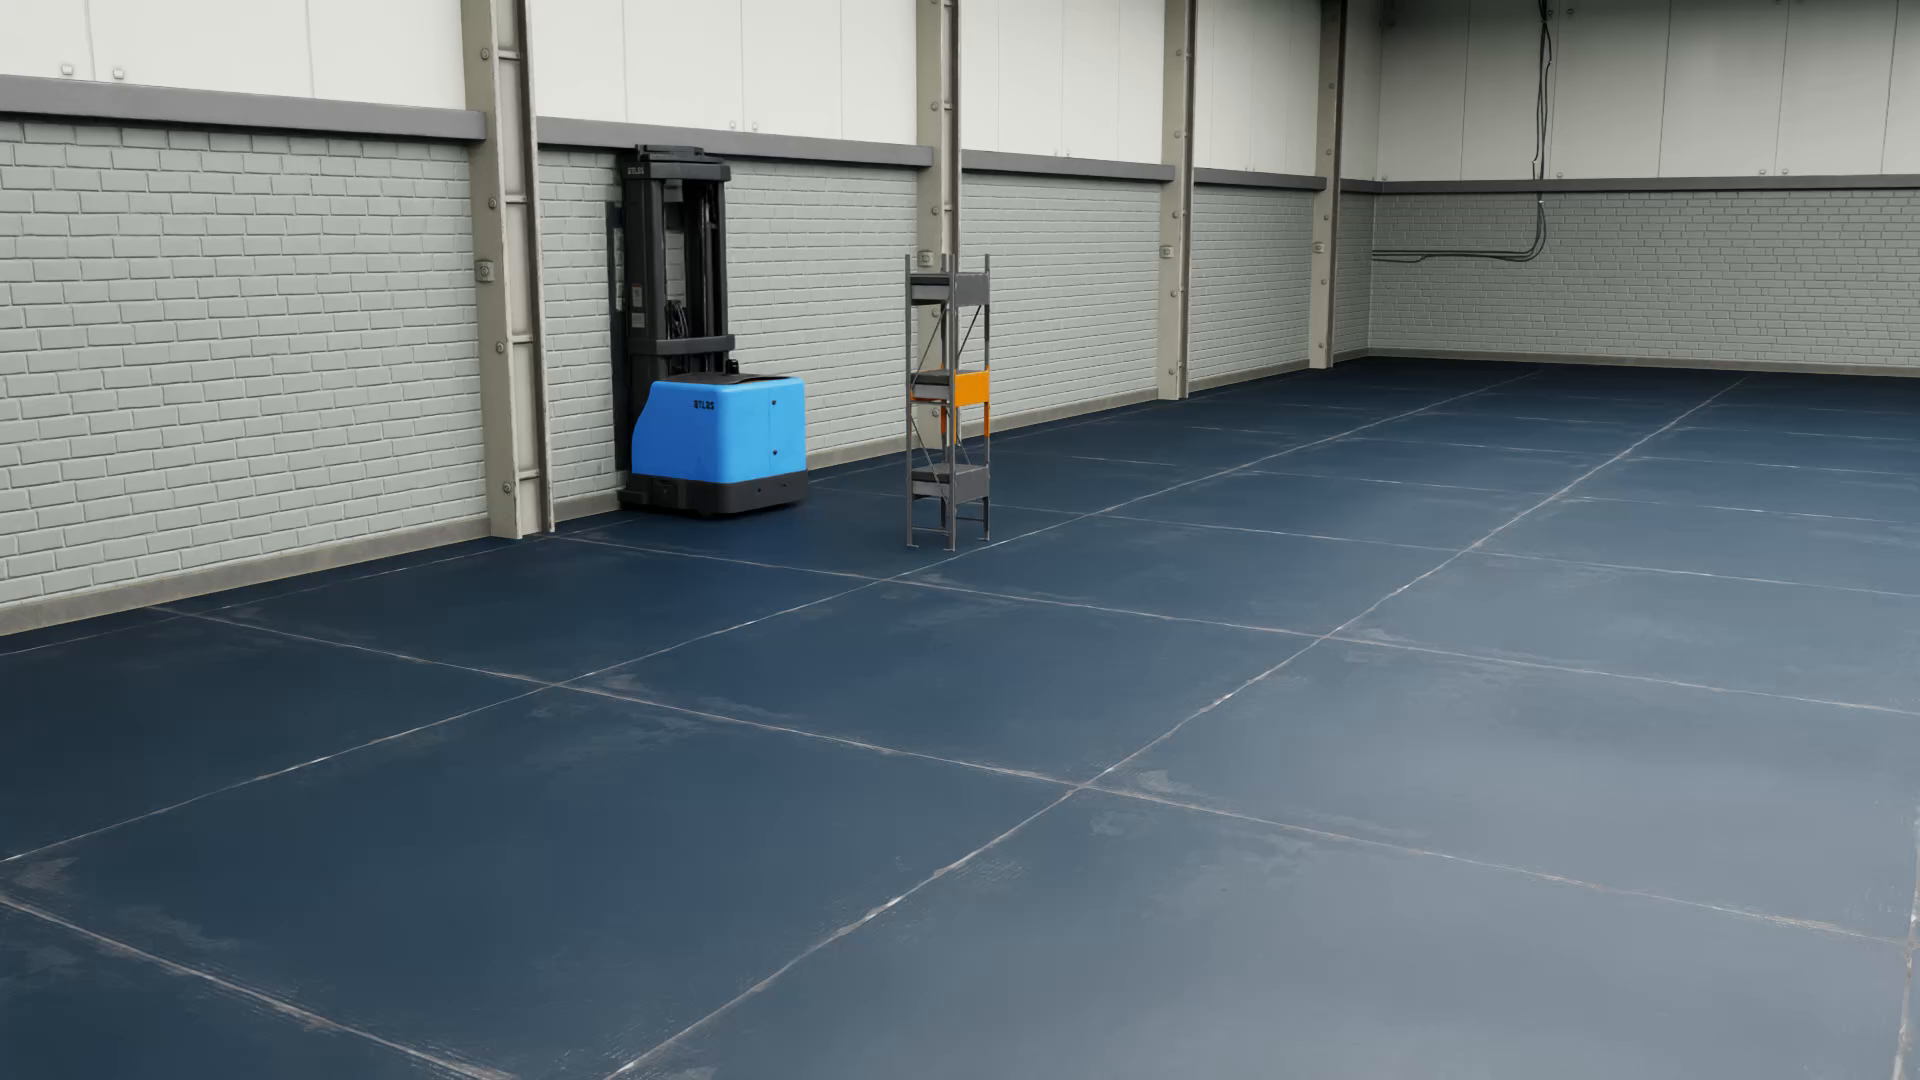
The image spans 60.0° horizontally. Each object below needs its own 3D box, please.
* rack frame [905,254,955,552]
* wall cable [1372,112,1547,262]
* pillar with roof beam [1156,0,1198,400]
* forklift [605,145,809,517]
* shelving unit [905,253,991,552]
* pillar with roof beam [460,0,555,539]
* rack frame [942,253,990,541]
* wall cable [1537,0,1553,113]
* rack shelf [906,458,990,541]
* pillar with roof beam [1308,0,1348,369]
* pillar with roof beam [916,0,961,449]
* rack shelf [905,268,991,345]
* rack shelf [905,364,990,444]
[{"bbox_3d":[-0.213,-0.968,11.831,0.400,2.100,0.015,6,12,31],"label":"rack frame"},{"bbox_3d":[8.673,-6.117,29.025,3.097,2.526,0.112,6,12,31],"label":"wall cable"},{"bbox_3d":[6.578,-5.951,19.702,9.100,9.000,0.400,6,12,31],"label":"pillar with roof beam"},{"bbox_3d":[-2.761,-1.807,14.058,3.031,2.935,1.130,7,13,34],"label":"forklift"},{"bbox_3d":[-0.086,-1.006,12.036,0.431,2.100,0.503,6,12,31],"label":"shelving unit"},{"bbox_3d":[0.348,-4.064,9.622,9.100,9.000,0.400,6,12,31],"label":"pillar with roof beam"},{"bbox_3d":[0.041,-1.044,12.241,0.400,2.100,0.015,6,12,31],"label":"rack frame"},{"bbox_3d":[10.985,-8.341,27.180,3.097,2.526,0.112,6,12,31],"label":"wall cable"},{"bbox_3d":[-0.086,-0.305,12.168,0.431,0.518,0.480,6,12,31],"label":"rack shelf"},{"bbox_3d":[9.693,-6.895,24.743,9.100,9.000,0.400,6,12,31],"label":"pillar with roof beam"},{"bbox_3d":[3.463,-5.008,14.662,9.100,9.000,0.400,6,12,31],"label":"pillar with roof beam"},{"bbox_3d":[-0.086,-1.681,11.910,0.431,0.518,0.480,6,12,31],"label":"rack shelf"},{"bbox_3d":[-0.086,-0.993,12.039,0.431,0.518,0.480,6,12,31],"label":"rack shelf"}]
